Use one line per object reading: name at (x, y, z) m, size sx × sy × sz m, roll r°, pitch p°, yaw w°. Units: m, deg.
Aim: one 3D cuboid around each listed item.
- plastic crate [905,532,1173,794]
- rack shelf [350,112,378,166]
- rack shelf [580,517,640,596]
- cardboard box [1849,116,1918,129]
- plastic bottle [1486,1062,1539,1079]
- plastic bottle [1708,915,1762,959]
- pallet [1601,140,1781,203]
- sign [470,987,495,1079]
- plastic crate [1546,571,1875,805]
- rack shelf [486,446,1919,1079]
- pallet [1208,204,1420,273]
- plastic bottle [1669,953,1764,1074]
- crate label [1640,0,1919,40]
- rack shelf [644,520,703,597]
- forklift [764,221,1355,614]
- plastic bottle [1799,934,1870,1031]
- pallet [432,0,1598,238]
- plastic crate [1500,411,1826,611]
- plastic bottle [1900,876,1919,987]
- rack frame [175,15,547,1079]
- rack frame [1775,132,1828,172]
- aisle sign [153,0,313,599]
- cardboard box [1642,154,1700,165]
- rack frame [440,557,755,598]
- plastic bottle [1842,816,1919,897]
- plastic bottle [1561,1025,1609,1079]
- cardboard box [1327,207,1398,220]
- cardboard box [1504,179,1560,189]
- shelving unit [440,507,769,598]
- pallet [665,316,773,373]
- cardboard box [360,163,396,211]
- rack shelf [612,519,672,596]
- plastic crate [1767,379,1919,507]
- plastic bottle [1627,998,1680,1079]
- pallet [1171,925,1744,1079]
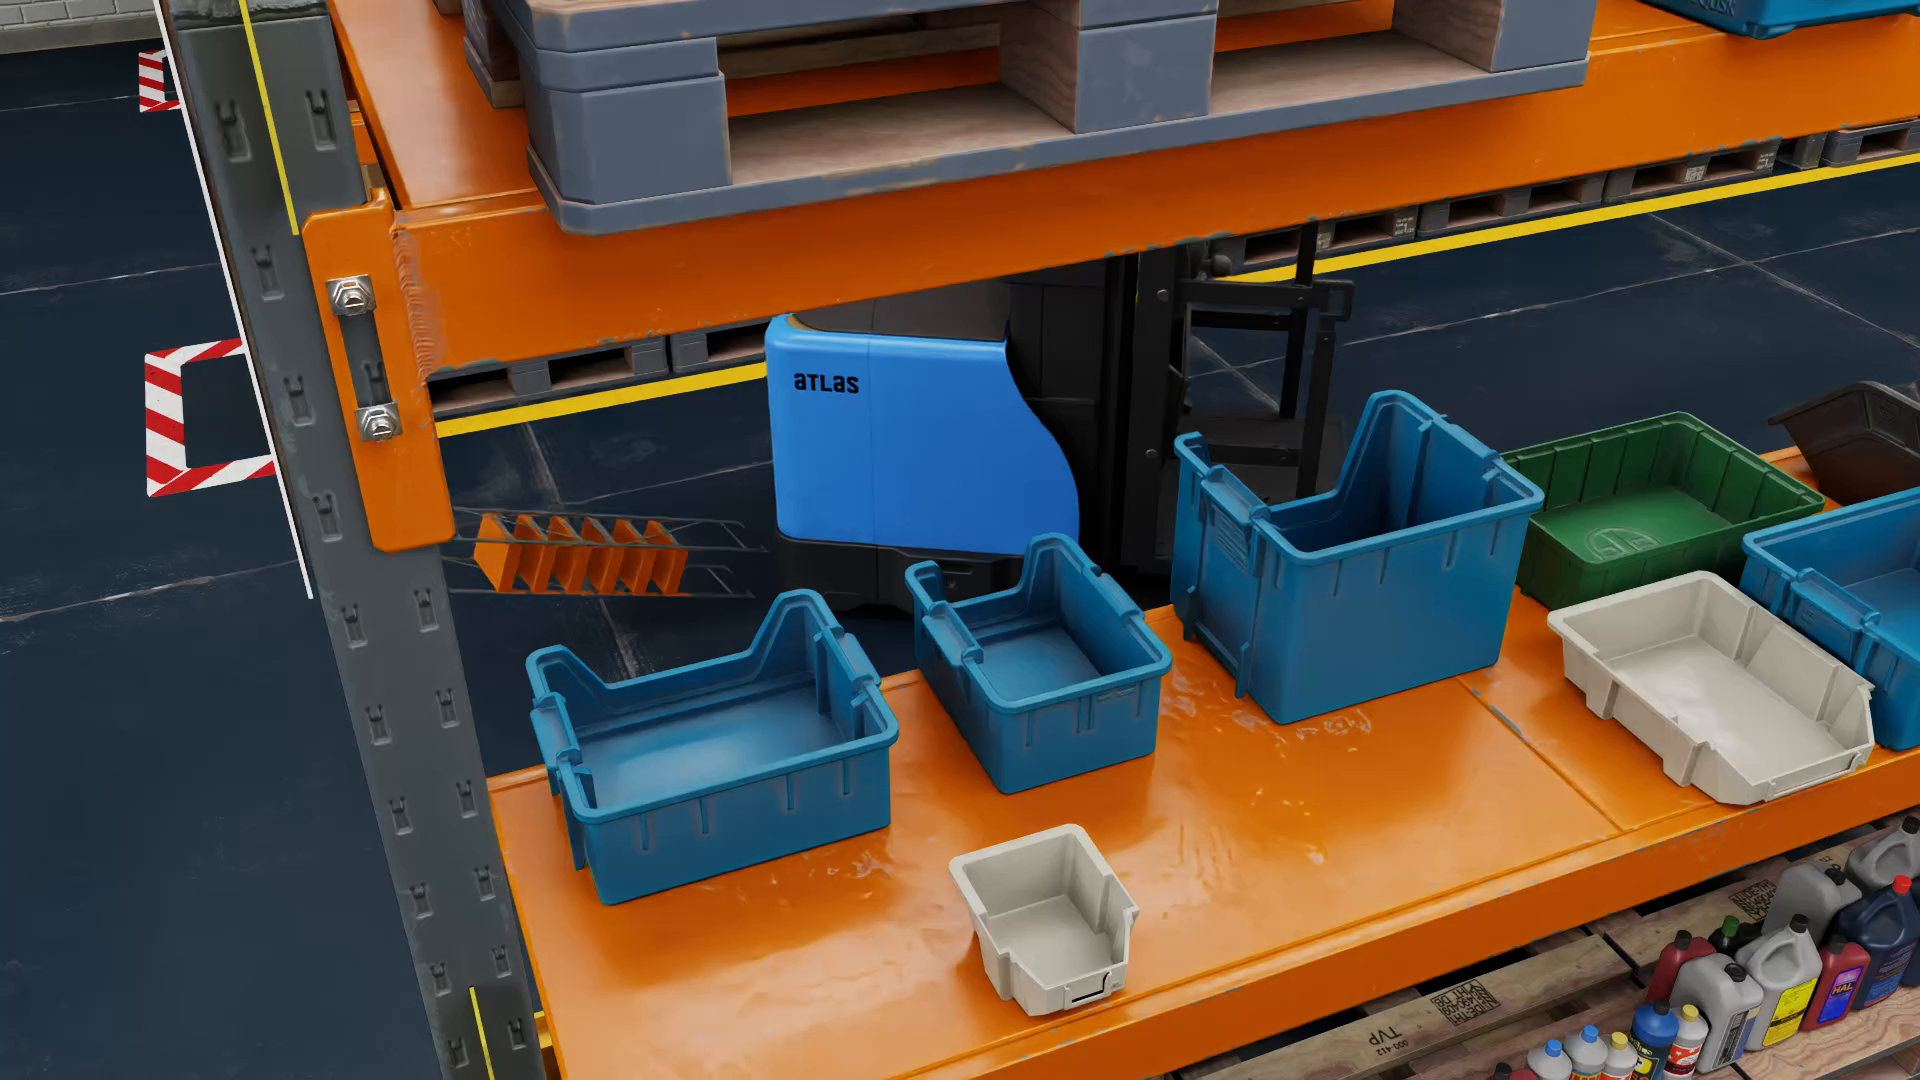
plastic crate at (0.143, 0.232, 3.280) m, size 0.408 × 0.251 × 0.499 m, roll -13°, pitch 35°, yaw -19°
rack shelf at (-0.874, -2.053, 7.314) m, size 4.000 × 0.370 × 1.077 m, roll -13°, pitch 35°, yaw -19°
rack shelf at (-1.202, 0.049, 5.634) m, size 0.103 × 0.180 × 0.258 m, roll 3°, pitch 26°, yaw -38°
cardboard box at (5.189, -2.710, 9.553) m, size 0.500 × 0.500 × 0.500 m, roll -11°, pitch 35°, yaw -17°
plastic bottle at (1.205, 1.249, 3.667) m, size 0.133 × 0.283 × 0.061 m, roll -12°, pitch 35°, yaw -18°
plastic bottle at (1.864, 1.013, 4.030) m, size 0.133 × 0.283 × 0.061 m, roll -13°, pitch 35°, yaw -19°
pallet at (3.884, -2.298, 9.588) m, size 1.213 × 0.211 × 1.003 m, roll -13°, pitch 35°, yaw -19°
sign at (-0.595, 0.721, 2.138) m, size 0.005 × 0.325 × 0.100 m, roll -13°, pitch 35°, yaw -19°
plastic crate at (1.485, 0.296, 3.287) m, size 0.437 × 0.136 × 0.530 m, roll -13°, pitch 35°, yaw -19°
rack shelf at (1.040, 0.439, 3.485) m, size 4.000 × 0.370 × 1.077 m, roll -13°, pitch 35°, yaw -19°
pallet at (1.635, -1.783, 8.797) m, size 1.213 × 0.211 × 1.003 m, roll -13°, pitch 35°, yaw -19°
plastic bottle at (1.776, 1.094, 3.912) m, size 0.135 × 0.276 × 0.152 m, roll -12°, pitch 35°, yaw -18°
crate label at (1.050, -0.864, 2.214) m, size 0.408 × 0.251 × 0.502 m, roll -13°, pitch 35°, yaw -19°
rack shelf at (-1.015, 0.057, 5.783) m, size 0.103 × 0.180 × 0.258 m, roll 3°, pitch 26°, yaw -38°
forklift at (0.912, -1.146, 5.324) m, size 3.031 × 2.935 × 1.130 m, roll 4°, pitch 33°, yaw 6°
plastic bottle at (2.091, 1.046, 3.979) m, size 0.133 × 0.283 × 0.061 m, roll -11°, pitch 35°, yaw -16°
pallet at (-0.003, -0.744, 2.066) m, size 1.213 × 0.211 × 1.003 m, roll -13°, pitch 35°, yaw -19°
plastic crate at (1.524, -0.051, 3.773) m, size 0.662 × 0.188 × 0.450 m, roll -13°, pitch 35°, yaw -19°
plastic bottle at (2.402, 0.922, 4.108) m, size 0.185 × 0.351 × 0.144 m, roll -14°, pitch 36°, yaw -20°
rack frame at (-0.804, 0.560, 2.640) m, size 0.127 × 3.000 × 1.000 m, roll -13°, pitch 35°, yaw -19°
rack frame at (4.659, -3.621, 9.065) m, size 0.127 × 3.000 × 1.000 m, roll -13°, pitch 35°, yaw -19°
aisle sign at (-0.757, -0.368, 1.681) m, size 0.004 × 0.787 × 0.394 m, roll -13°, pitch 35°, yaw -19°
cardboard box at (3.794, -2.300, 9.171) m, size 0.500 × 0.250 × 0.500 m, roll -13°, pitch 35°, yaw -19°
rack frame at (-1.265, 0.128, 5.637) m, size 1.200 × 0.006 × 0.240 m, roll 3°, pitch 26°, yaw -38°
plastic bottle at (2.346, 0.849, 4.220) m, size 0.185 × 0.351 × 0.144 m, roll -13°, pitch 35°, yaw -19°
plastic bottle at (1.397, 1.199, 3.755) m, size 0.097 × 0.271 × 0.097 m, roll 0°, pitch 33°, yaw 0°
cardboard box at (1.910, -1.868, 8.506) m, size 0.500 × 0.250 × 0.500 m, roll -12°, pitch 35°, yaw -18°
cardboard box at (2.856, -2.086, 8.841) m, size 0.500 × 0.250 × 0.500 m, roll -12°, pitch 35°, yaw -18°
shelving unit at (-1.237, 0.047, 5.606) m, size 1.200 × 0.189 × 0.258 m, roll 3°, pitch 26°, yaw -38°
pallet at (-0.906, -1.201, 7.903) m, size 1.213 × 0.211 × 1.003 m, roll -13°, pitch 35°, yaw -19°
cardboard box at (-2.338, -1.533, 7.304) m, size 0.500 × 0.500 × 0.500 m, roll -13°, pitch 35°, yaw -19°
rack shelf at (-1.108, 0.053, 5.708) m, size 0.103 × 0.180 × 0.258 m, roll 3°, pitch 26°, yaw -38°
plastic crate at (2.353, -0.212, 3.883) m, size 0.504 × 0.338 × 0.767 m, roll -13°, pitch 35°, yaw -19°
plastic bottle at (1.584, 1.156, 3.821) m, size 0.097 × 0.271 × 0.097 m, roll 0°, pitch 33°, yaw 0°
pallet at (1.123, 1.264, 4.113) m, size 1.213 × 0.211 × 1.003 m, roll -13°, pitch 35°, yaw -19°
